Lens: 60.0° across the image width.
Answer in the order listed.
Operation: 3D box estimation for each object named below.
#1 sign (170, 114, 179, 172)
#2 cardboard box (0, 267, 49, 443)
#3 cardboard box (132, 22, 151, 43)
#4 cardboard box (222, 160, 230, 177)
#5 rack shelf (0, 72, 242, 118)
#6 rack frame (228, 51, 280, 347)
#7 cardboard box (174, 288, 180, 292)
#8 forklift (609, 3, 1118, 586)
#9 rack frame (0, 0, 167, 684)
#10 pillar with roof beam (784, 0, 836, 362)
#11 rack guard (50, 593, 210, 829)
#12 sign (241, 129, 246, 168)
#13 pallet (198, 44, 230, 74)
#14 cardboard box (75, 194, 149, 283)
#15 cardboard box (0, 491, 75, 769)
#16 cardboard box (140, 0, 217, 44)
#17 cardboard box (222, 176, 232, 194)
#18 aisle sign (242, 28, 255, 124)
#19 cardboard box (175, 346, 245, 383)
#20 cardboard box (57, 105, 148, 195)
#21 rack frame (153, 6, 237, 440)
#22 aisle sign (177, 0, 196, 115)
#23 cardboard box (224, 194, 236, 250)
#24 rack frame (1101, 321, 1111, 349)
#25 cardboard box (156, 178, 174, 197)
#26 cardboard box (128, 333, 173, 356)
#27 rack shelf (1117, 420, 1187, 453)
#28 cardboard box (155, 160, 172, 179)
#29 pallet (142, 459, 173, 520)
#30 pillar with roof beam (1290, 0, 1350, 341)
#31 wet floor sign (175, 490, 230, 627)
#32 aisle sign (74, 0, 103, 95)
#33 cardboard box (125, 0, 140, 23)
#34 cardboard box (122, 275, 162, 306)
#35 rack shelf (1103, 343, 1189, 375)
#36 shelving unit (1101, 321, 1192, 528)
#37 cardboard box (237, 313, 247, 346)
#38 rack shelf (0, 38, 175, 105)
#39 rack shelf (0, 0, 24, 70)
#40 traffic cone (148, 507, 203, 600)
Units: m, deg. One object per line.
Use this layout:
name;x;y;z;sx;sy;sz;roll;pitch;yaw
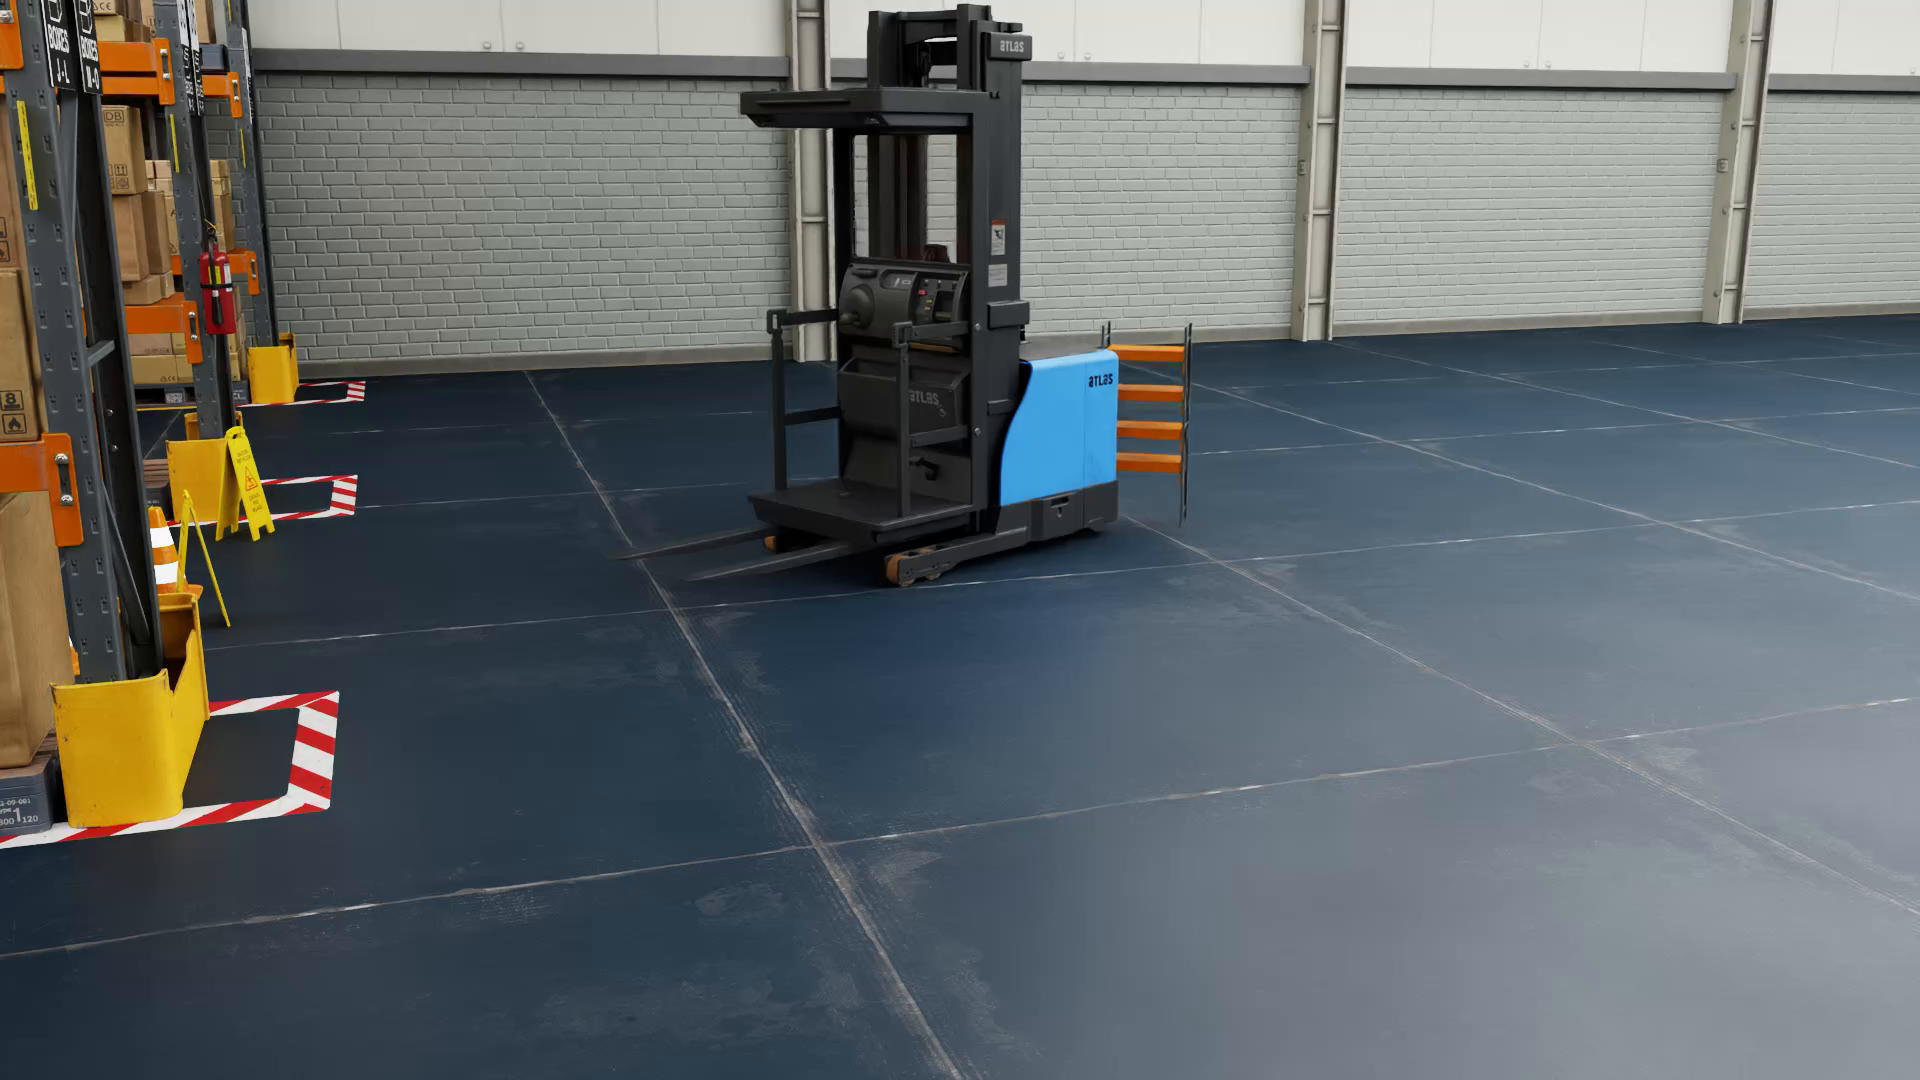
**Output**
sign;-4.550;-2.298;9.635;0.005;0.325;0.100;-4;14;-18
cardboard box;-3.370;-0.661;5.616;0.550;0.550;0.875;-4;14;-18
cardboard box;-5.125;-3.088;10.202;0.250;0.149;0.380;-4;14;-18
cardboard box;-6.681;-3.323;14.871;0.250;0.149;0.380;-5;14;-19
rack shelf;-8.190;-3.754;14.015;4.000;0.370;1.077;-4;14;-18
rack frame;-6.294;-2.792;14.899;0.127;3.000;1.000;-4;14;-18
cardboard box;-7.283;-2.114;14.920;0.500;0.250;0.500;-4;14;-18
forklift;-0.458;-1.318;8.850;1.130;2.935;3.031;13;18;43
rack frame;-3.033;-0.626;5.791;0.127;3.000;1.000;-4;14;-18
pillar with roof beam;-0.182;-5.356;12.712;0.400;9.000;9.100;-4;14;-18
rack guard;-3.010;0.589;6.087;0.348;0.500;1.175;-4;14;-18
sign;-6.134;-3.351;14.233;0.005;0.325;0.100;-4;14;-18
pallet;-6.973;-4.162;14.367;1.213;0.211;1.003;-4;14;-18
cardboard box;-5.134;-1.797;9.855;0.500;0.500;0.500;-5;14;-19
cardboard box;-3.655;0.268;5.717;0.875;0.875;0.875;-4;14;-18
cardboard box;-6.636;-4.467;14.118;0.500;0.500;0.500;-4;14;-16
cardboard box;-6.698;-3.188;14.946;0.250;0.149;0.380;-5;14;-20
aisle sign;-6.138;-3.997;14.348;0.004;0.787;0.394;-4;14;-18
cardboard box;-6.639;-1.555;14.732;0.500;0.250;0.500;-4;14;-18
cardboard box;-5.122;-2.298;9.802;0.500;0.500;0.700;-5;14;-19
rack frame;-4.708;-1.704;10.323;0.127;3.000;1.000;-4;14;-18
aisle sign;-4.556;-2.909;9.774;0.004;0.787;0.394;-4;14;-18
cardboard box;-6.852;-2.865;14.990;0.500;0.500;0.500;-4;14;-16
rack frame;0.872;-0.707;10.023;0.015;1.200;0.240;3;14;14
cardboard box;-6.766;-3.044;14.340;0.250;0.149;0.380;-4;14;-17
cardboard box;-7.135;-1.763;14.526;0.500;0.250;0.500;-5;14;-19
rack shelf;1.108;-0.628;9.979;0.480;0.148;0.258;3;14;14
cardboard box;-6.790;-3.203;14.367;0.250;0.149;0.380;-4;14;-18
pallet;-5.561;-0.289;10.403;1.213;0.211;1.003;-4;14;-18
pillar with roof beam;5.505;-5.798;14.574;0.400;9.000;9.100;-4;14;-18
wet floor sign;-3.637;0.083;7.898;0.232;0.644;0.267;-7;15;-28
aisle sign;-3.062;-1.961;5.788;0.004;0.787;0.394;-4;14;-18
cardboard box;-5.269;-3.256;10.049;0.500;0.250;0.500;-5;14;-19
cardboard box;-4.994;-1.507;10.039;0.250;0.149;0.380;-4;14;-16
rack shelf;1.107;-1.076;9.873;0.480;0.148;0.258;3;14;14
shelving unit;1.108;-0.694;9.964;0.503;1.200;0.258;3;14;14
cardboard box;-6.806;-1.913;15.156;0.500;0.250;0.500;-4;14;-17
rack shelf;-6.603;-2.665;9.439;4.000;0.370;1.077;-4;14;-18
rack shelf;-4.929;-1.587;4.906;4.000;0.370;1.077;-4;14;-18
traffic cone;-4.027;0.063;8.376;0.334;0.463;0.336;-4;14;-18
